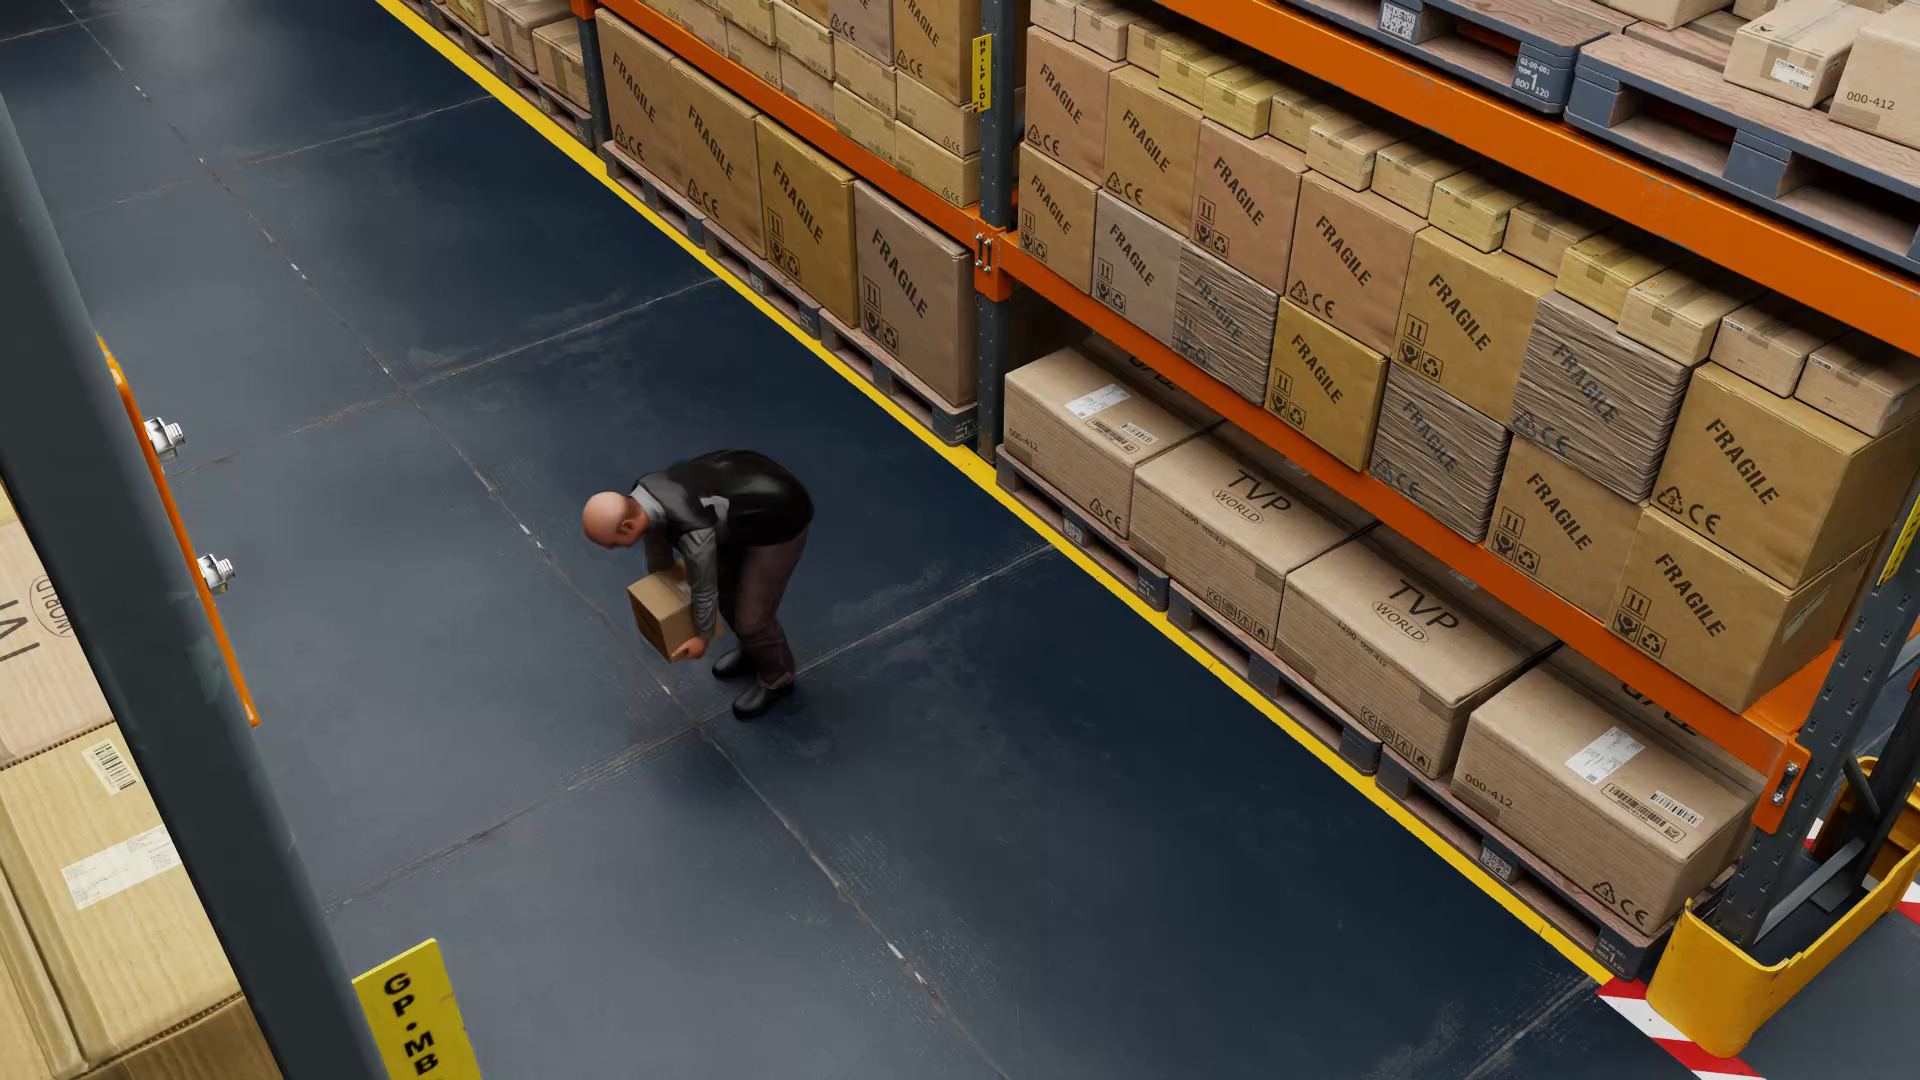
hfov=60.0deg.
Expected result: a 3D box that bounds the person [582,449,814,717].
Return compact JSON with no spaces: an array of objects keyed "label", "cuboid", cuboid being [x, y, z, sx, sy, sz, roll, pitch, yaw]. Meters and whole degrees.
[{"label":"person","cuboid":[-0.999,0.192,6.560,0.916,1.274,0.463,-27,47,-29]}]
